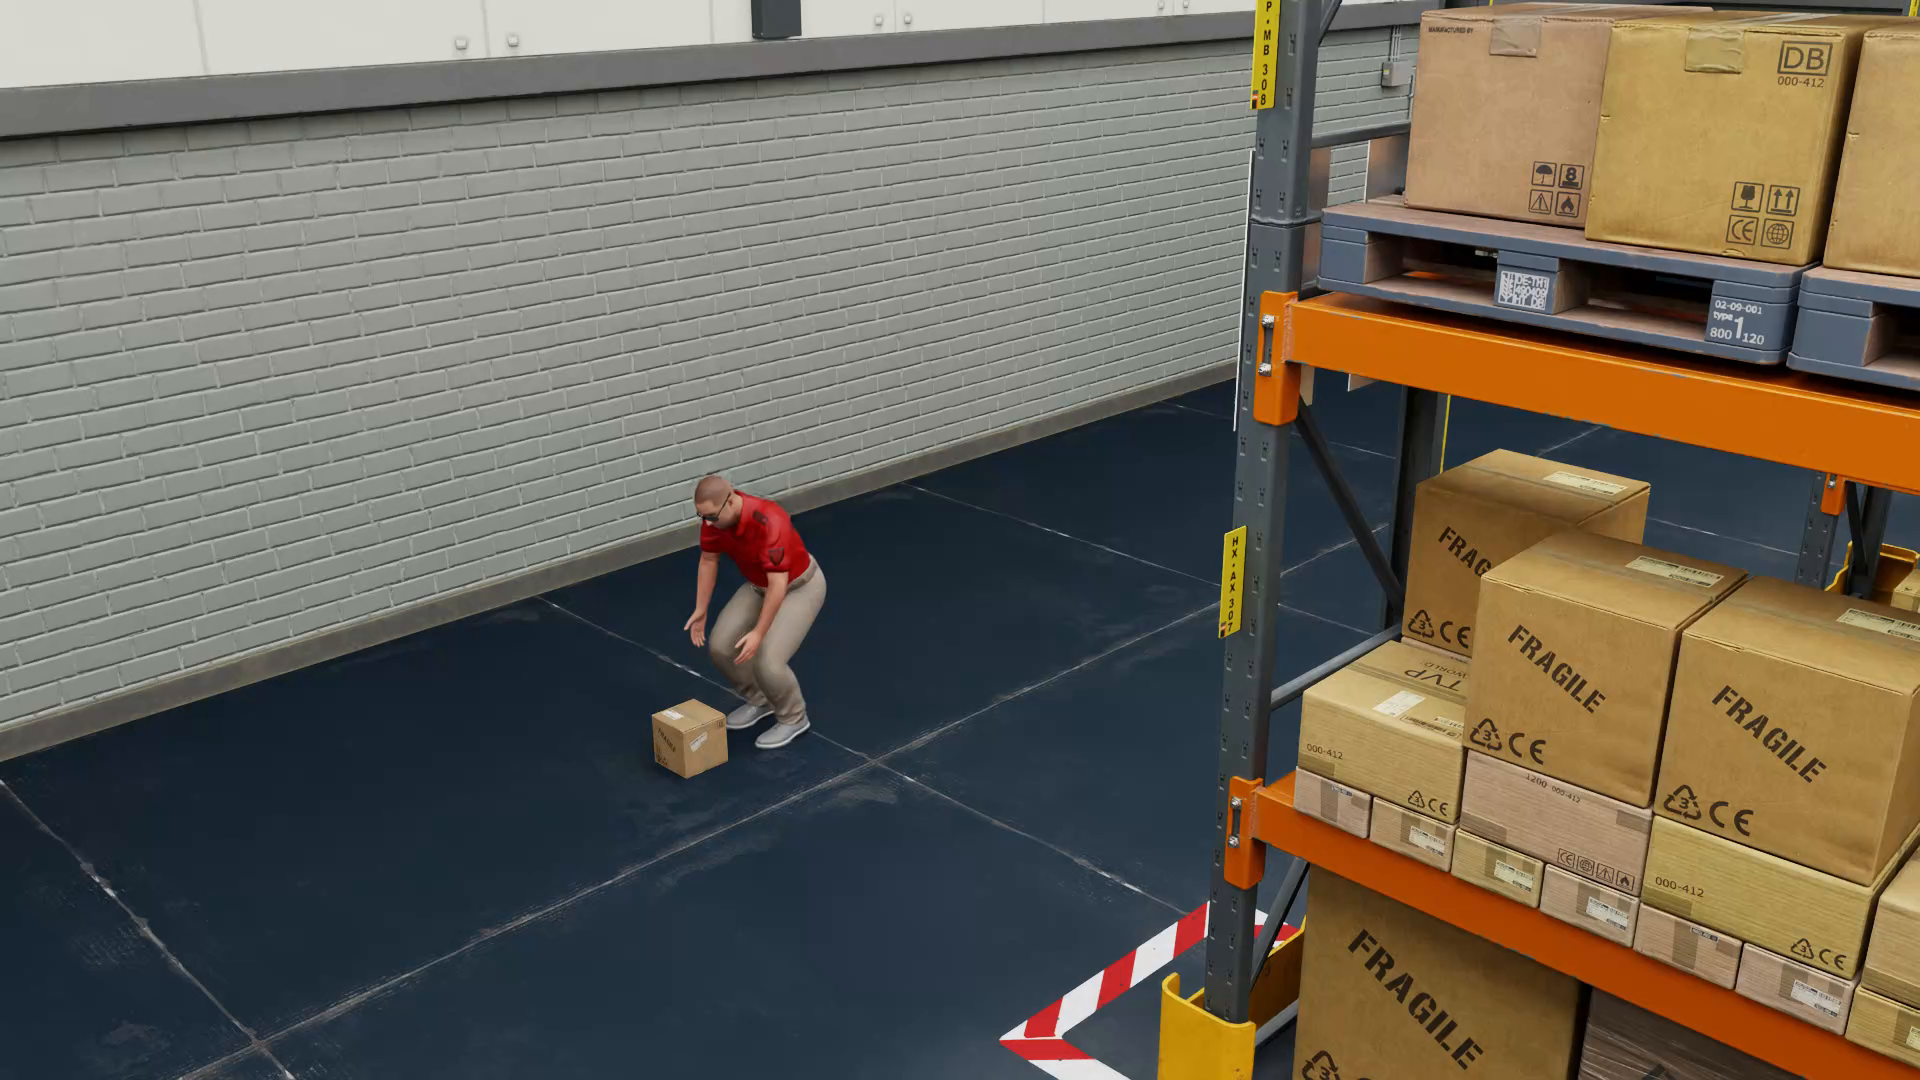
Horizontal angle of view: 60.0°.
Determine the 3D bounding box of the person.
[{"bbox_3d":[-0.955,0.304,8.000,0.590,1.409,0.707,19,28,41],"label":"person"}]
